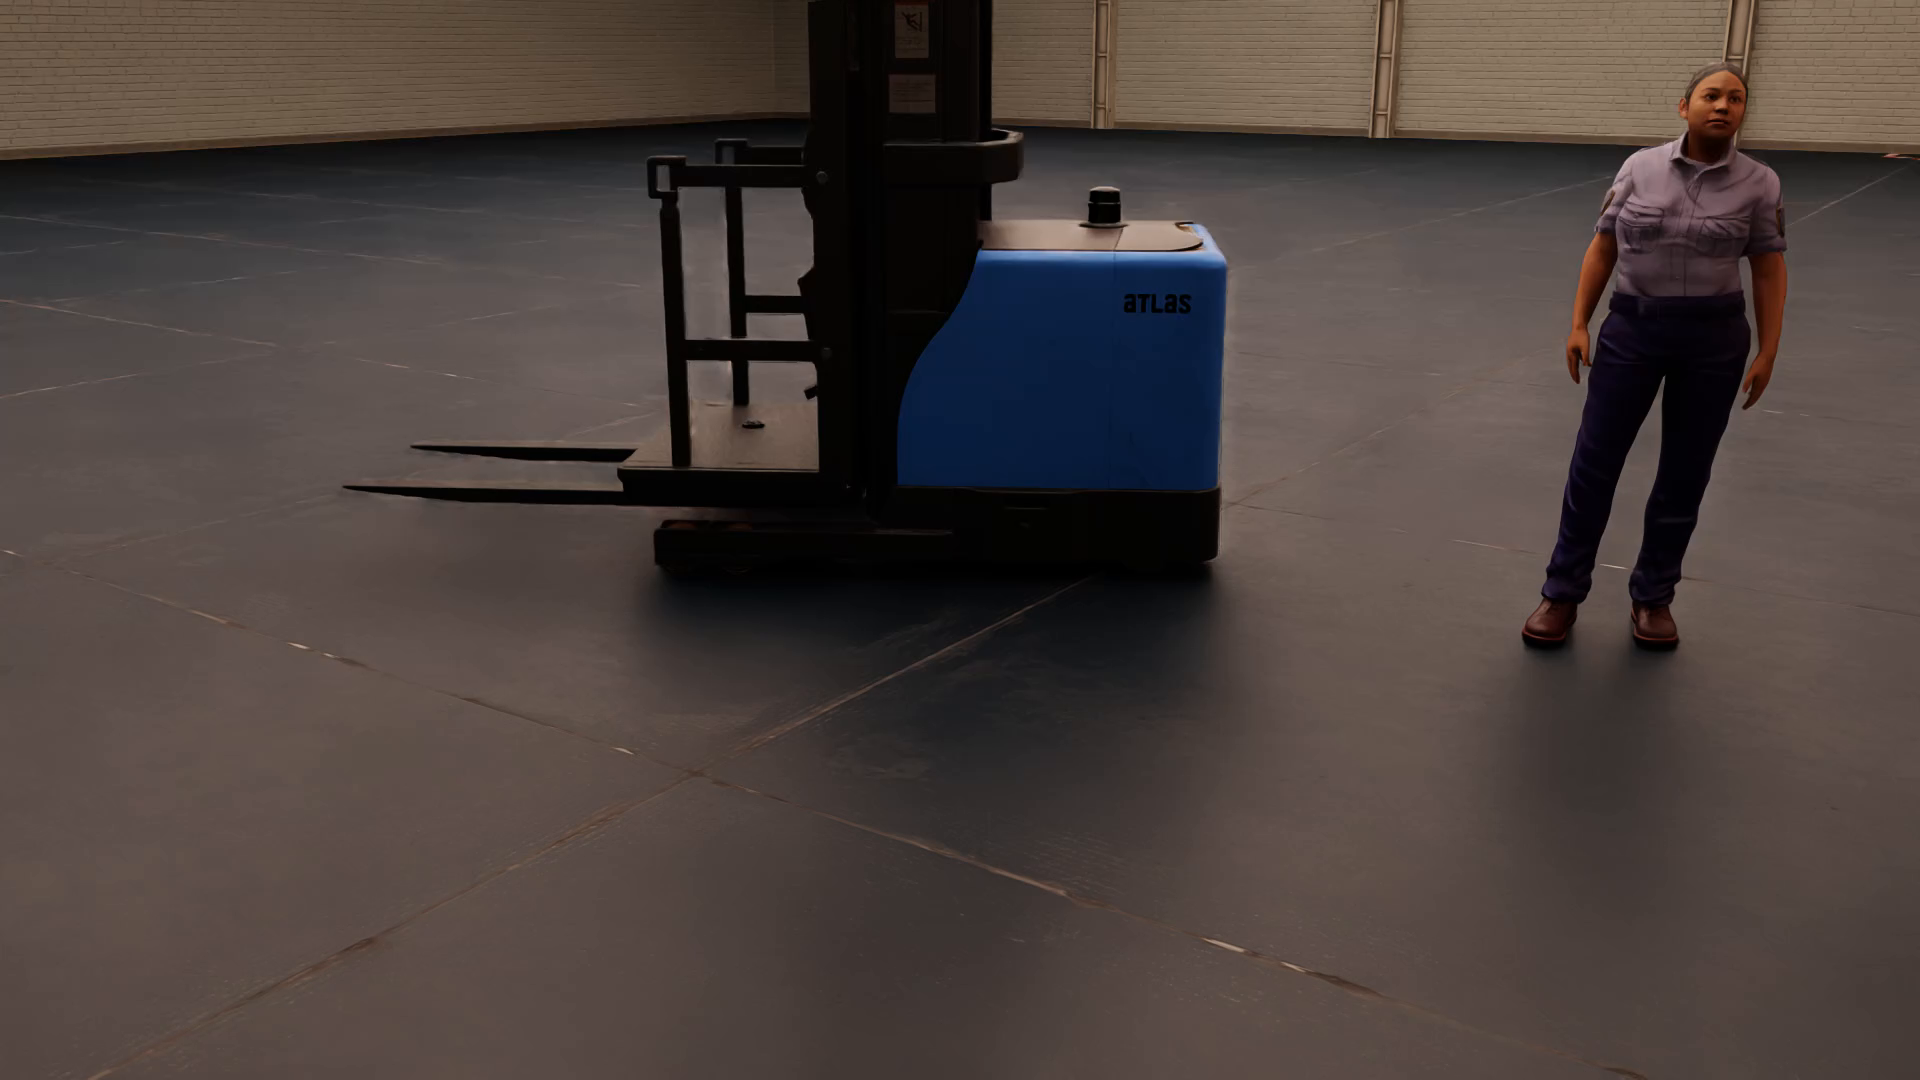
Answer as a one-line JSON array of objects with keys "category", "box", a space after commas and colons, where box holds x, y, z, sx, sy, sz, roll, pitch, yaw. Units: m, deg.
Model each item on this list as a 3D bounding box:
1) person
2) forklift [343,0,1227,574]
[{"category": "person", "box": [2.020, -0.516, 4.773, 0.595, 1.650, 0.504, 7, 18, 22]}, {"category": "forklift", "box": [-0.620, -1.441, 5.650, 3.031, 2.935, 1.130, 1, 17, 4]}]
